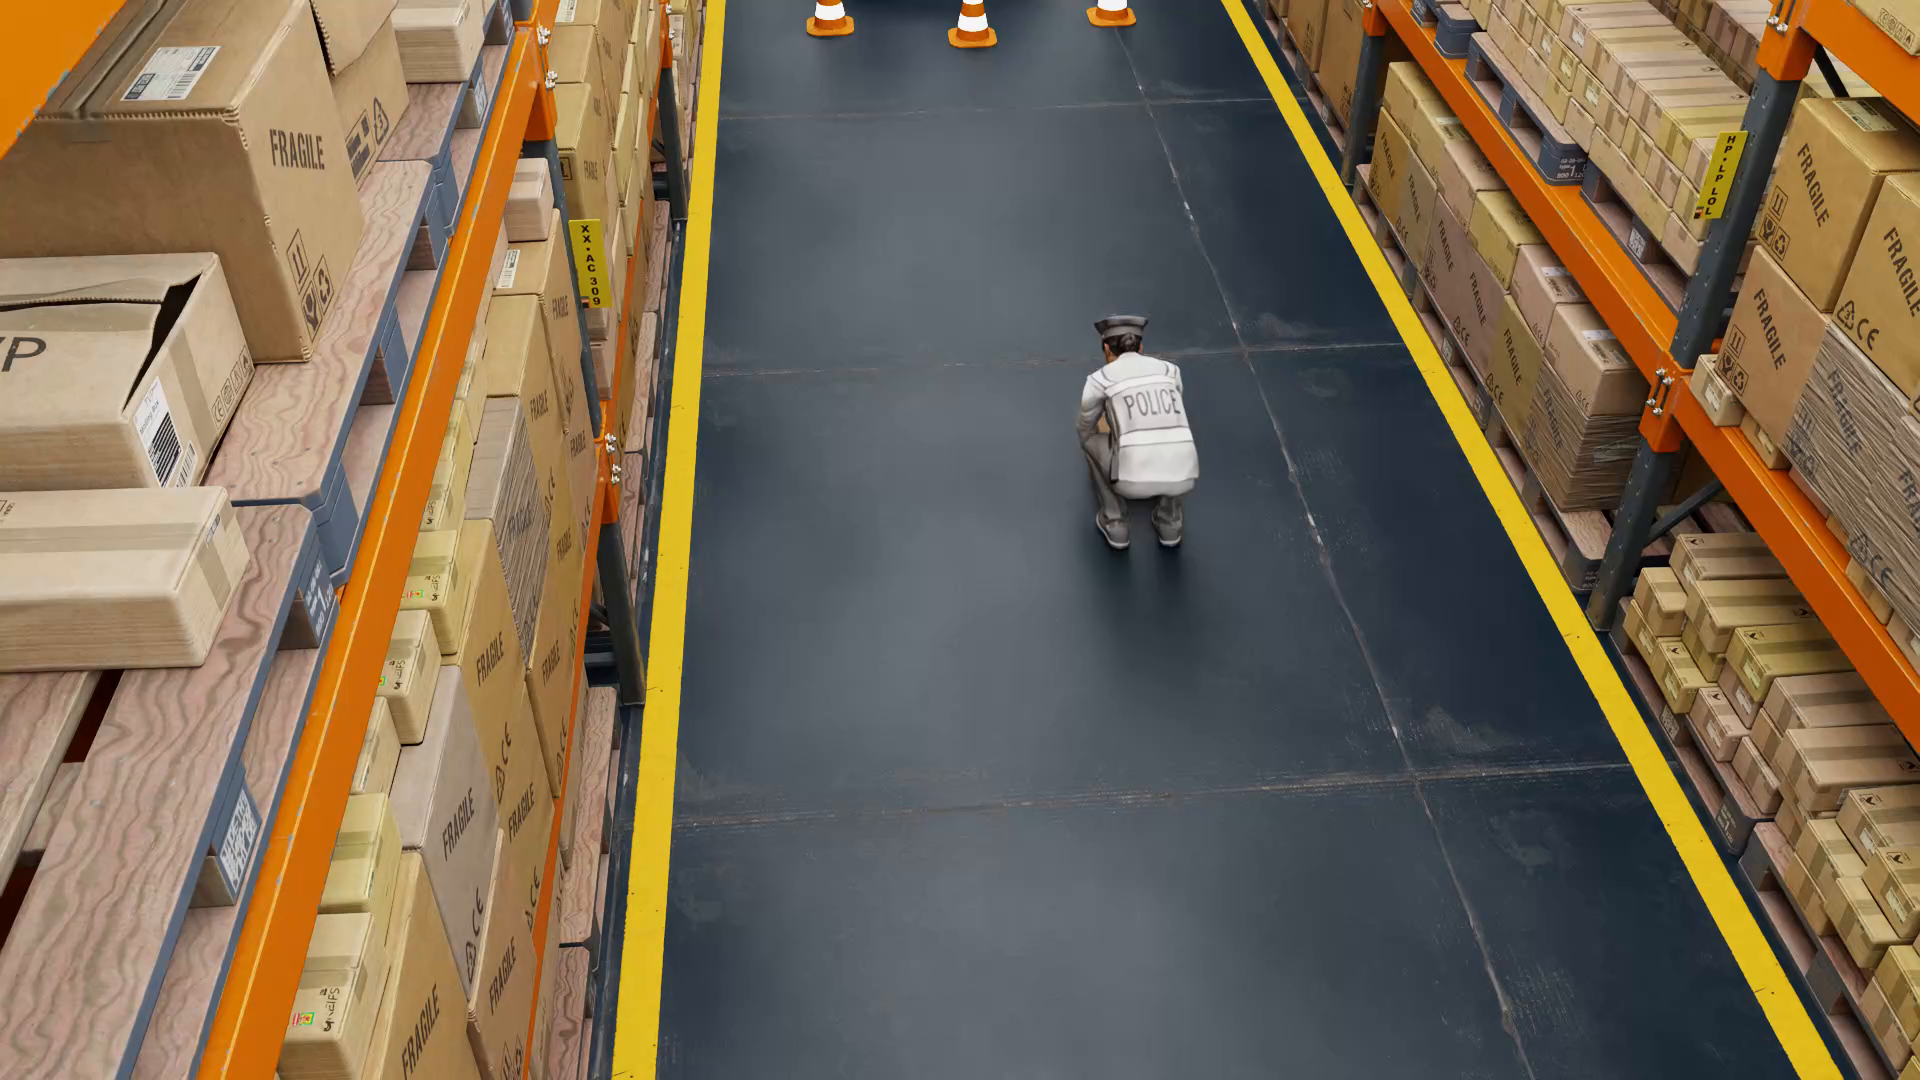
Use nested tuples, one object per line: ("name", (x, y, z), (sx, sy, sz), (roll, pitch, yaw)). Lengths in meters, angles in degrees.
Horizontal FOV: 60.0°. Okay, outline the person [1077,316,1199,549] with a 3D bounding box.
("person", (0.782, -0.473, 7.342), (0.487, 0.898, 0.856), (-3, 39, -4))
